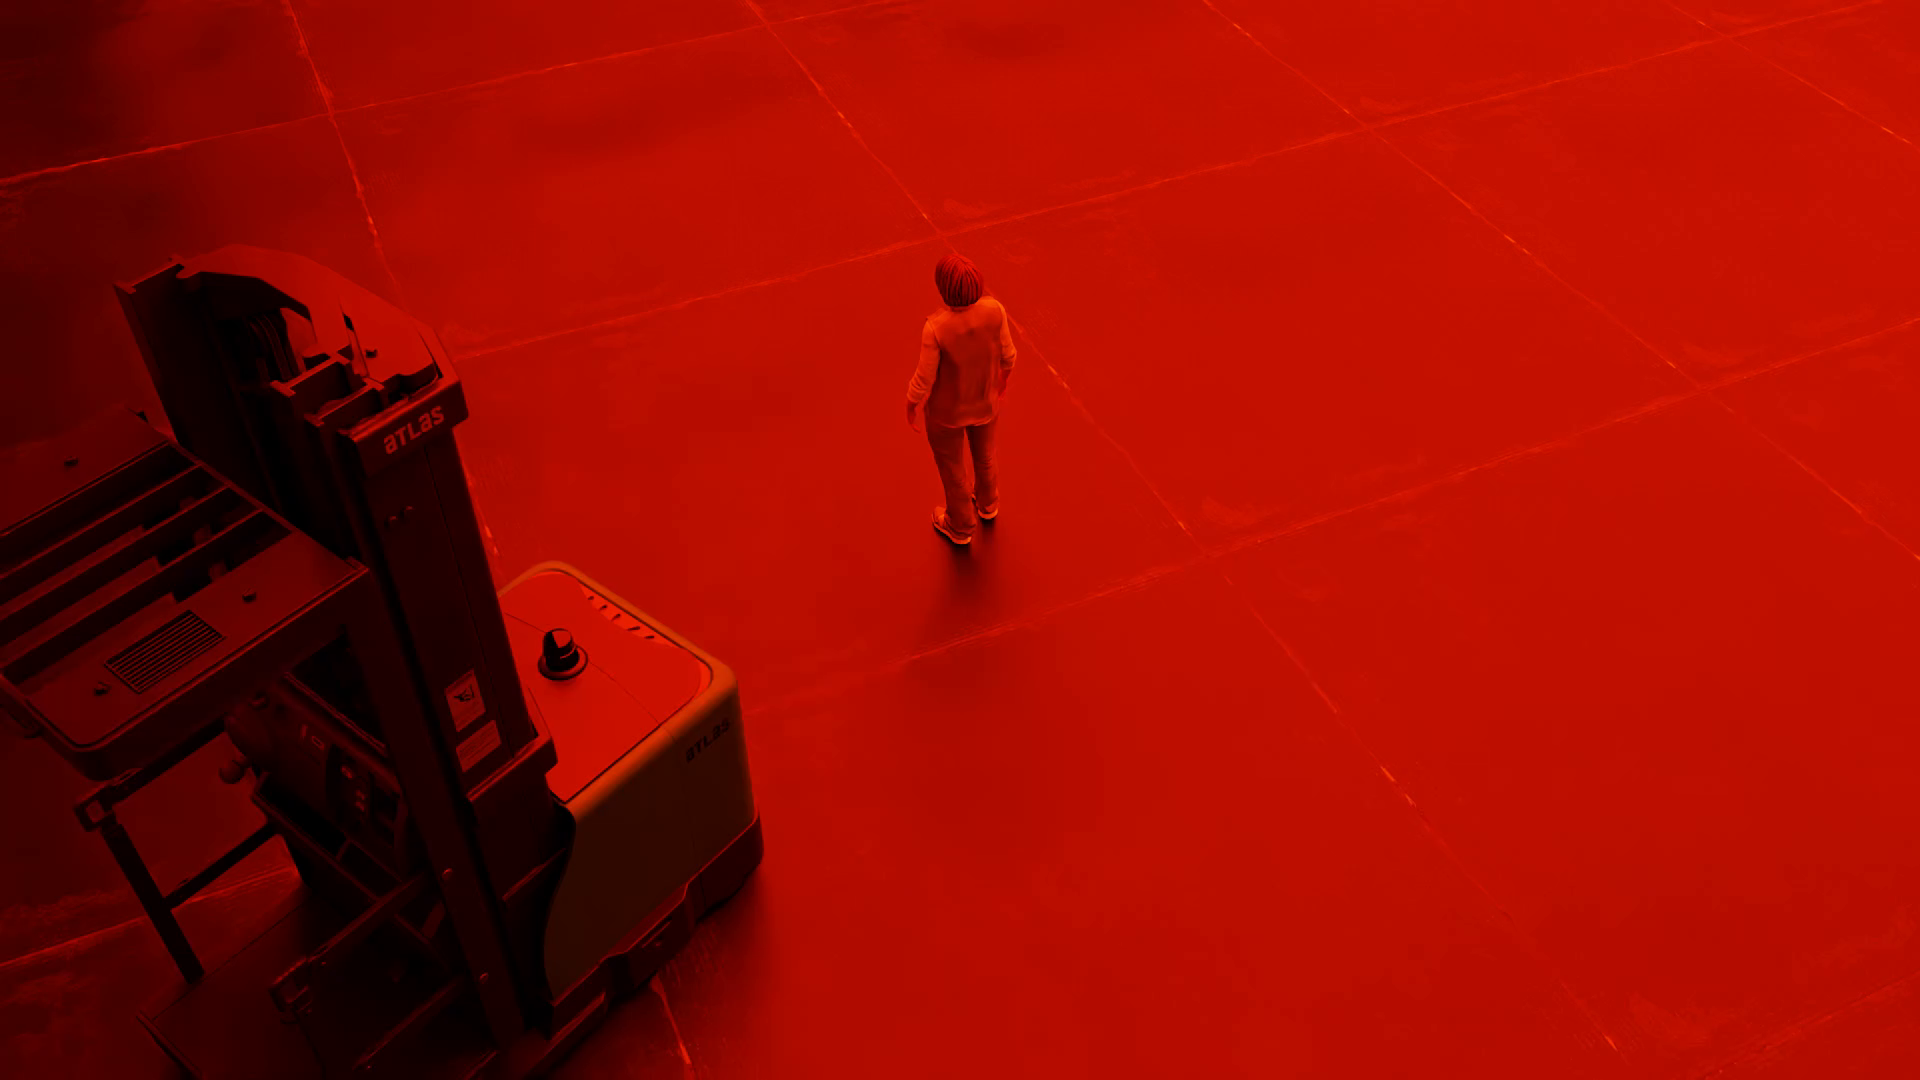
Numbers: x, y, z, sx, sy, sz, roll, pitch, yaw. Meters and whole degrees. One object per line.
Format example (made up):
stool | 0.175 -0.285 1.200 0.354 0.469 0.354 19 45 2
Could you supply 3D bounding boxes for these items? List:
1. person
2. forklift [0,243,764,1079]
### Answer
person | -0.019 -0.639 7.333 0.521 1.599 0.473 -18 46 -18
forklift | -2.071 0.755 4.871 1.130 2.935 3.031 29 50 27
